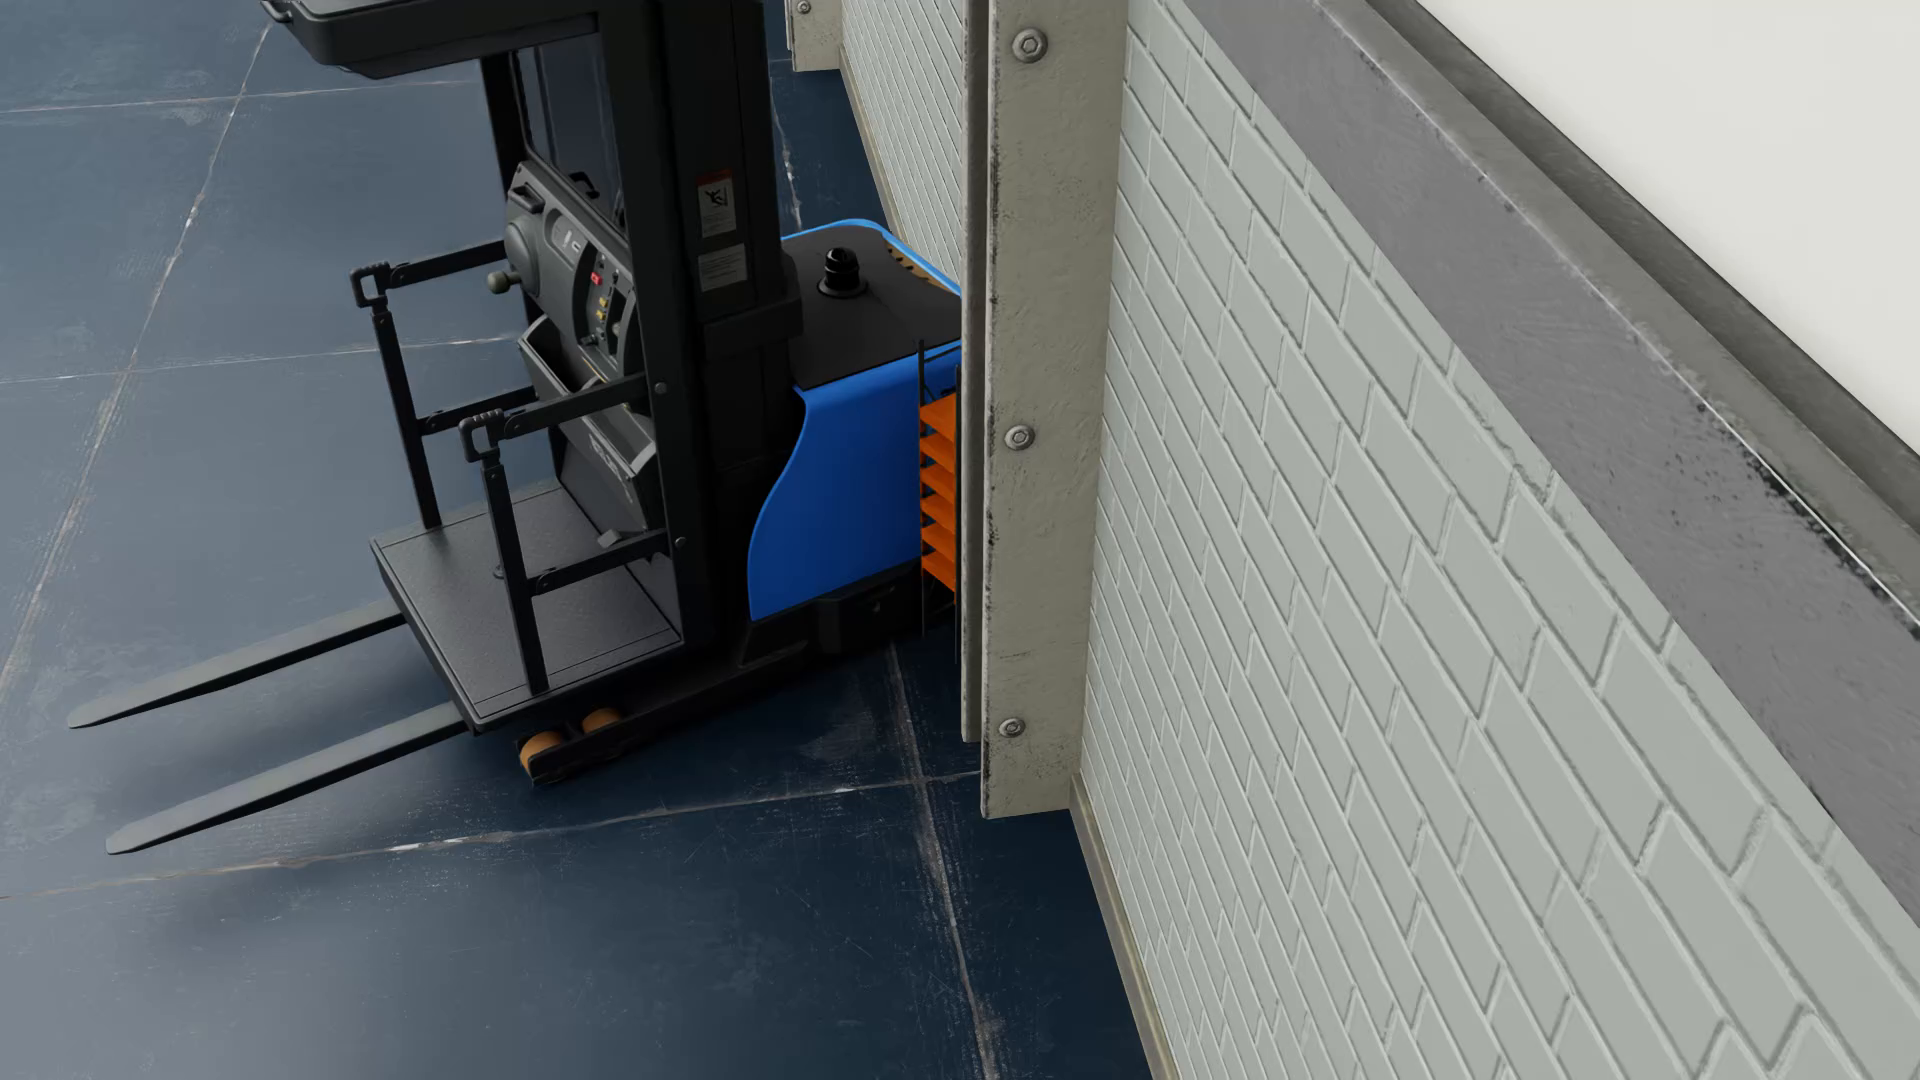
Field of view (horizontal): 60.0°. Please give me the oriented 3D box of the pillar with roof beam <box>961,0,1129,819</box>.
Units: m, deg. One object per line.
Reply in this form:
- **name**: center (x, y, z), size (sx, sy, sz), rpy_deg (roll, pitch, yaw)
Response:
- **pillar with roof beam**: center (-4.049, -2.364, 1.957), size (9.100, 9.000, 0.400), rpy_deg (-6, 38, -8)

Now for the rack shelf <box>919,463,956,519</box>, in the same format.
- **rack shelf**: center (0.023, -0.197, 5.402), size (0.258, 0.103, 0.180), rpy_deg (-26, 45, -30)

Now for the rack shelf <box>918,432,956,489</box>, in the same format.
- **rack shelf**: center (0.023, -0.291, 5.328), size (0.258, 0.103, 0.180), rpy_deg (-26, 45, -30)

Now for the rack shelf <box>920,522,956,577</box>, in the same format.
- **rack shelf**: center (0.023, -0.007, 5.549), size (0.258, 0.103, 0.180), rpy_deg (-26, 45, -30)

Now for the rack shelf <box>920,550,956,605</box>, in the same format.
- **rack shelf**: center (0.023, 0.087, 5.623), size (0.258, 0.103, 0.180), rpy_deg (-26, 45, -30)

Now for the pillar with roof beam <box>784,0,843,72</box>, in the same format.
- **pillar with roof beam**: center (-5.101, -5.988, 6.622), size (9.100, 9.000, 0.400), rpy_deg (-6, 38, -8)

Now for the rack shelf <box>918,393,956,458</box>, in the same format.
- **rack shelf**: center (0.023, -0.386, 5.254), size (0.258, 0.103, 0.180), rpy_deg (-26, 45, -30)

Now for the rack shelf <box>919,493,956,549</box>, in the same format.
- **rack shelf**: center (0.023, -0.102, 5.475), size (0.258, 0.103, 0.180), rpy_deg (-26, 45, -30)

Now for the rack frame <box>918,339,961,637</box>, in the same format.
- **rack frame**: center (-0.034, -0.181, 5.504), size (0.240, 1.200, 0.006), rpy_deg (-26, 45, -30)

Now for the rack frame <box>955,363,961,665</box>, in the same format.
- **rack frame**: center (0.081, -0.093, 5.392), size (0.240, 1.200, 0.006), rpy_deg (-26, 45, -30)

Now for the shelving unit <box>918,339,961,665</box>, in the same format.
- **shelving unit**: center (0.023, -0.137, 5.448), size (0.258, 1.200, 0.189), rpy_deg (-26, 45, -30)

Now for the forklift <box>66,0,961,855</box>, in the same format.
- **forklift**: center (-1.330, -0.759, 4.838), size (3.031, 2.935, 1.130), rpy_deg (-21, 43, -25)
